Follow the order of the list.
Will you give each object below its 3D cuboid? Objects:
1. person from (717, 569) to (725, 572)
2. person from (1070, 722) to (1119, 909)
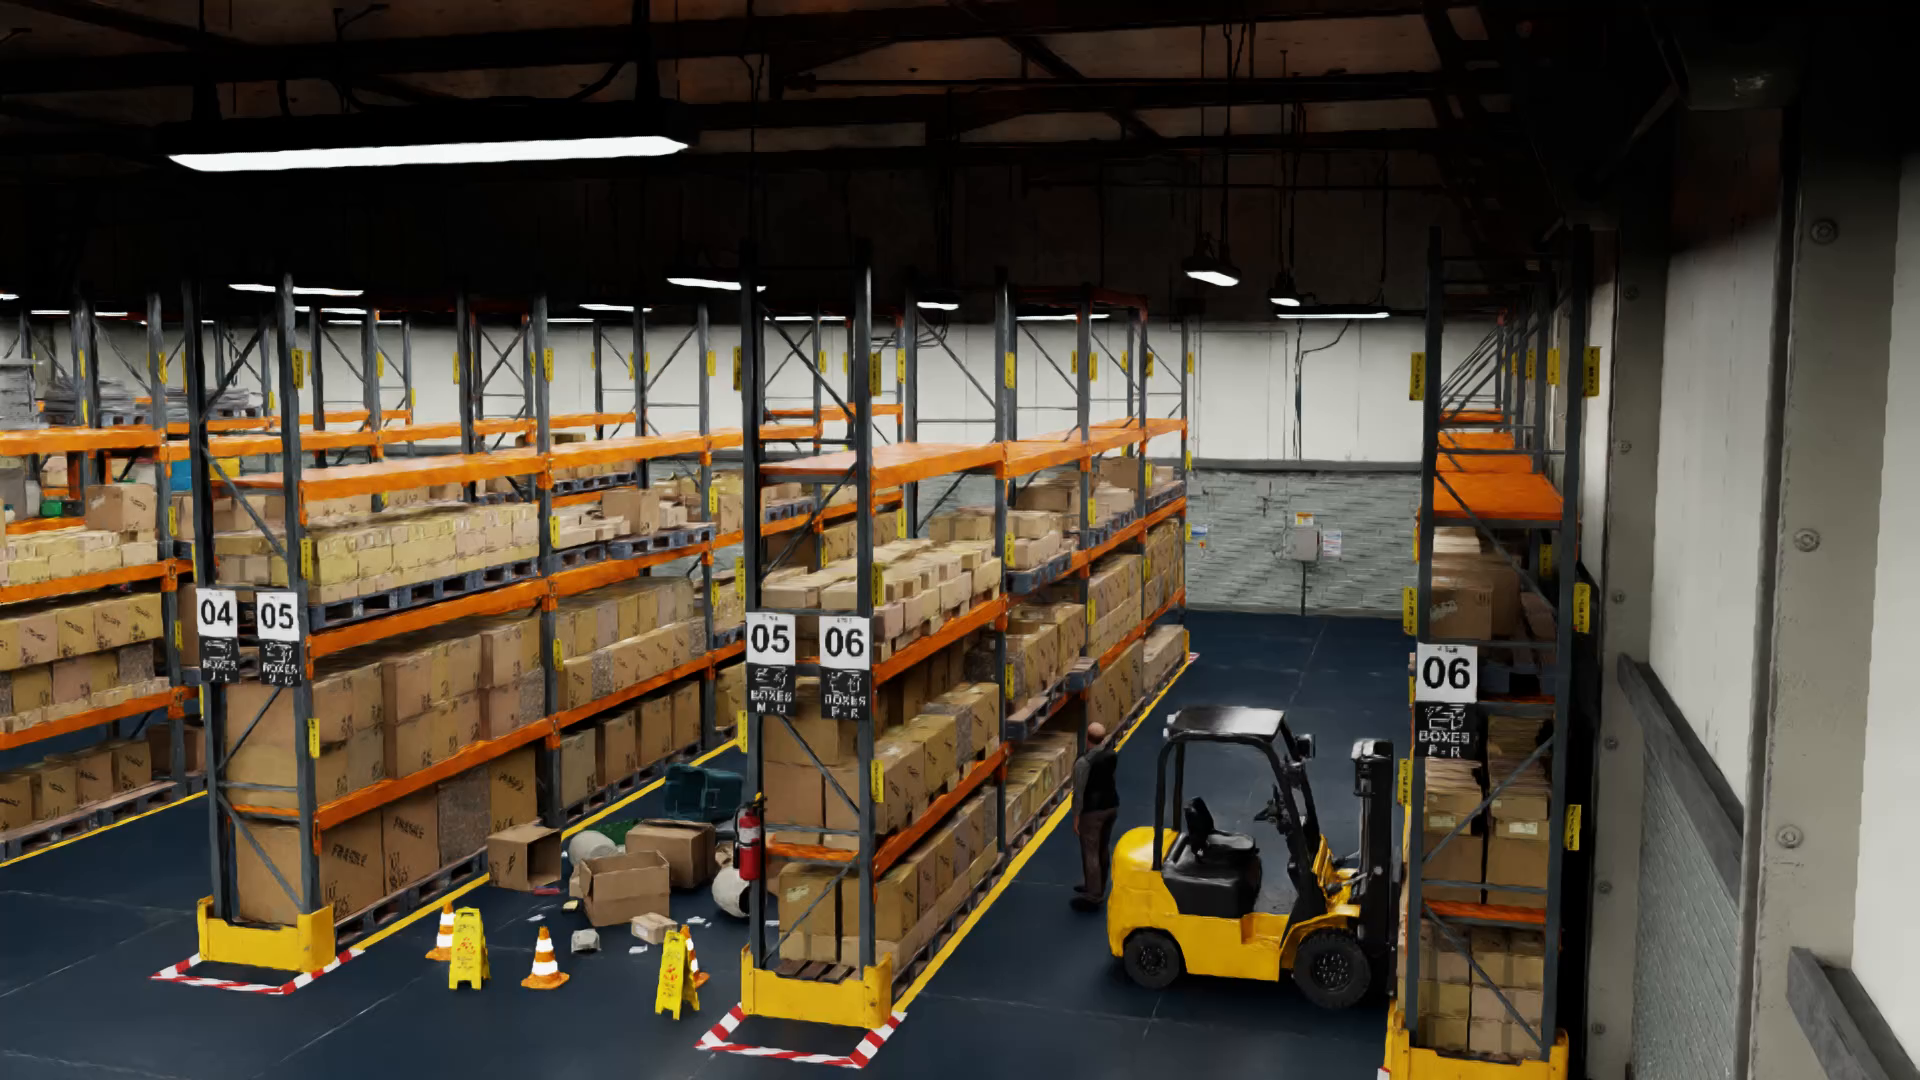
[{"bbox_3d":[-3.775,1.302,27.009,0.682,1.711,0.542,2,7,15],"label":"person"},{"bbox_3d":[1.224,2.652,15.629,0.578,1.529,0.494,-6,9,-42],"label":"person"}]
